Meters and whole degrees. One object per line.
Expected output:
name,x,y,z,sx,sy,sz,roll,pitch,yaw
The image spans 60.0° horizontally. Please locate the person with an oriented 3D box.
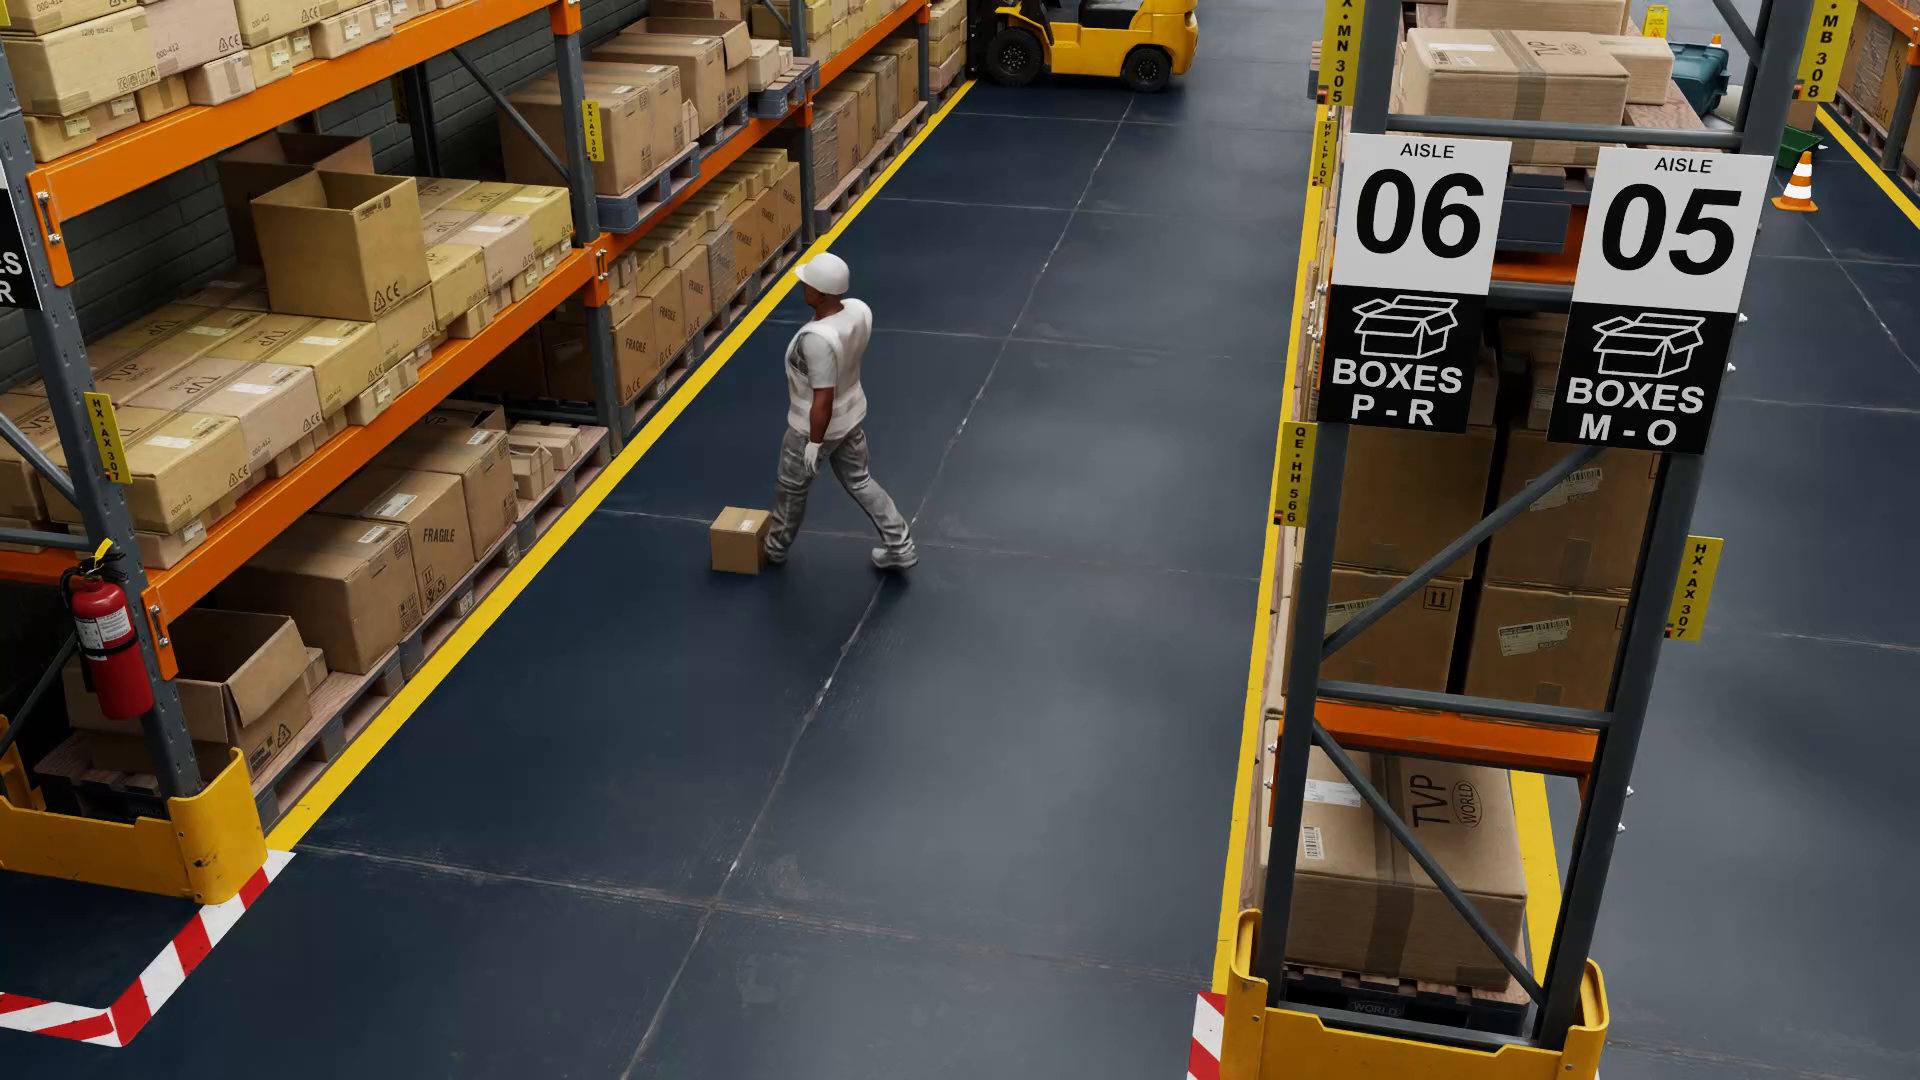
person,-0.729,-0.614,8.263,0.994,1.750,0.617,15,32,25
